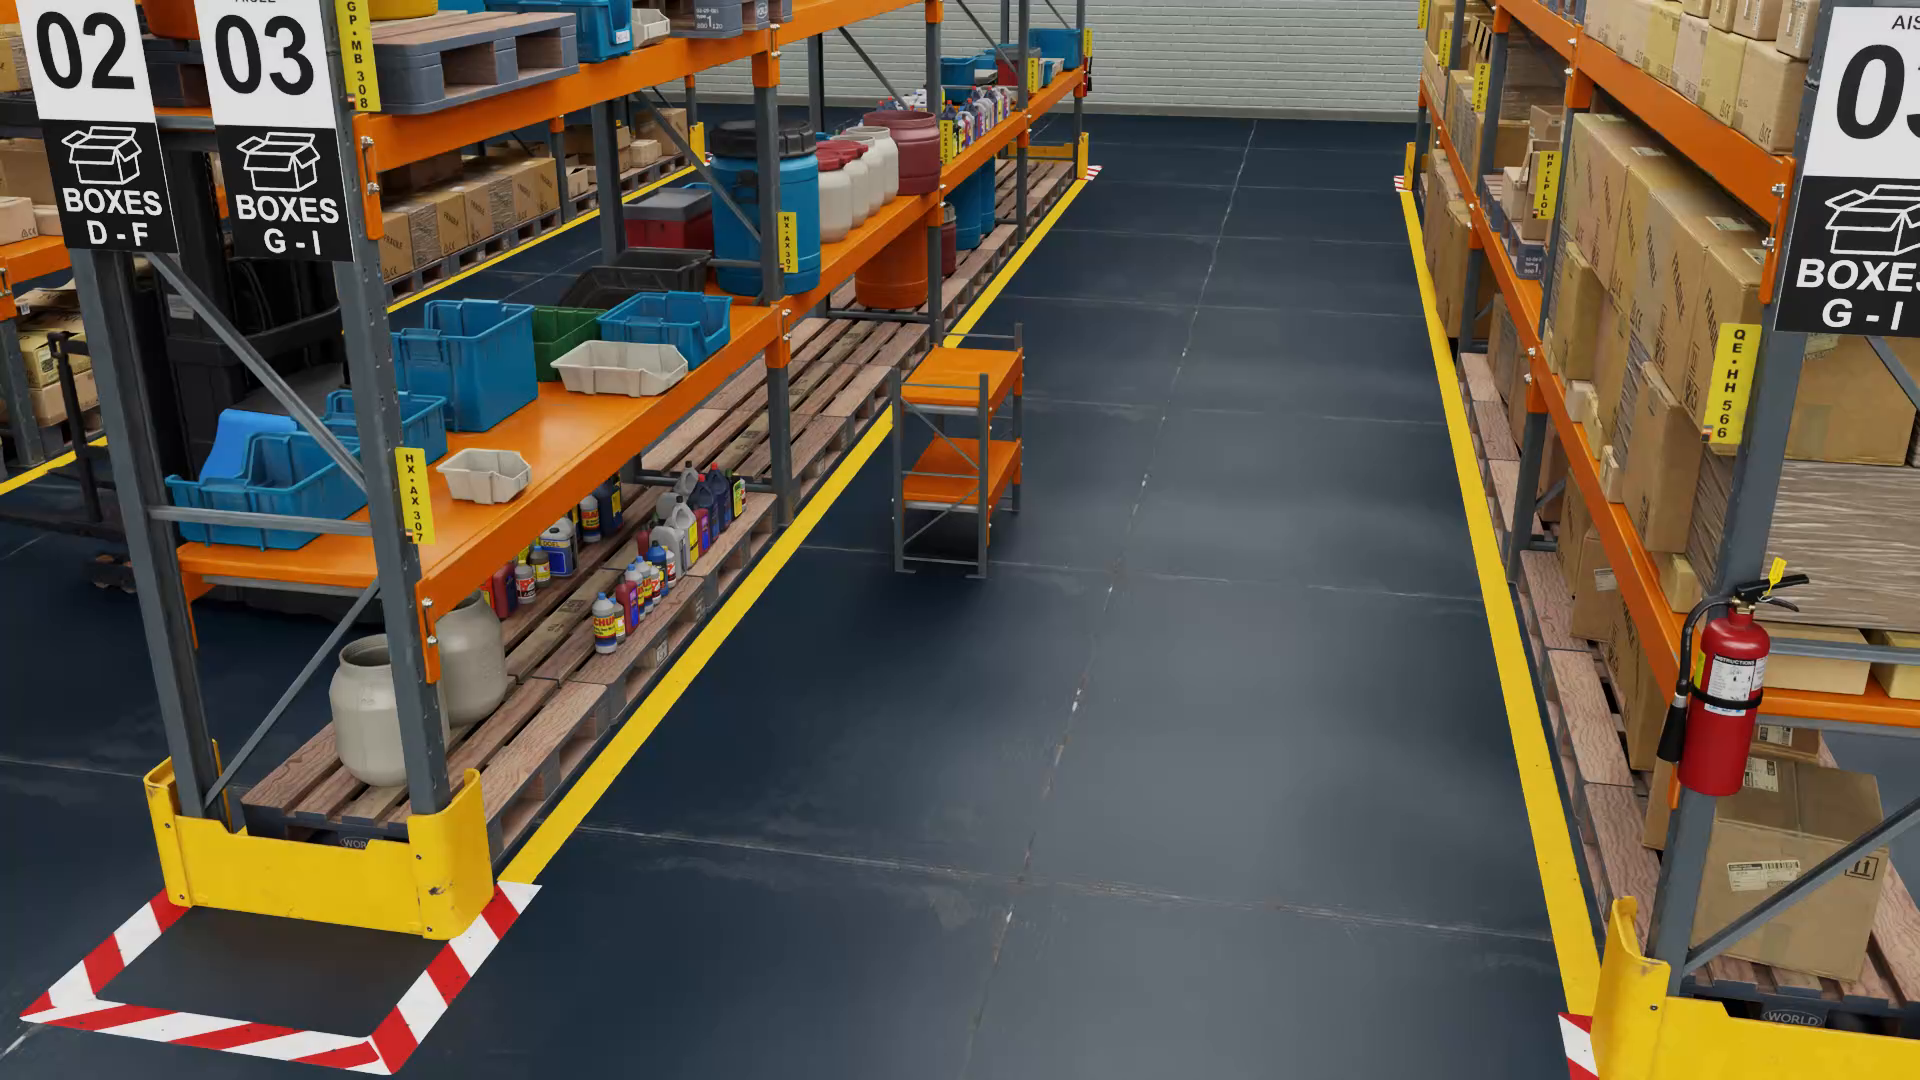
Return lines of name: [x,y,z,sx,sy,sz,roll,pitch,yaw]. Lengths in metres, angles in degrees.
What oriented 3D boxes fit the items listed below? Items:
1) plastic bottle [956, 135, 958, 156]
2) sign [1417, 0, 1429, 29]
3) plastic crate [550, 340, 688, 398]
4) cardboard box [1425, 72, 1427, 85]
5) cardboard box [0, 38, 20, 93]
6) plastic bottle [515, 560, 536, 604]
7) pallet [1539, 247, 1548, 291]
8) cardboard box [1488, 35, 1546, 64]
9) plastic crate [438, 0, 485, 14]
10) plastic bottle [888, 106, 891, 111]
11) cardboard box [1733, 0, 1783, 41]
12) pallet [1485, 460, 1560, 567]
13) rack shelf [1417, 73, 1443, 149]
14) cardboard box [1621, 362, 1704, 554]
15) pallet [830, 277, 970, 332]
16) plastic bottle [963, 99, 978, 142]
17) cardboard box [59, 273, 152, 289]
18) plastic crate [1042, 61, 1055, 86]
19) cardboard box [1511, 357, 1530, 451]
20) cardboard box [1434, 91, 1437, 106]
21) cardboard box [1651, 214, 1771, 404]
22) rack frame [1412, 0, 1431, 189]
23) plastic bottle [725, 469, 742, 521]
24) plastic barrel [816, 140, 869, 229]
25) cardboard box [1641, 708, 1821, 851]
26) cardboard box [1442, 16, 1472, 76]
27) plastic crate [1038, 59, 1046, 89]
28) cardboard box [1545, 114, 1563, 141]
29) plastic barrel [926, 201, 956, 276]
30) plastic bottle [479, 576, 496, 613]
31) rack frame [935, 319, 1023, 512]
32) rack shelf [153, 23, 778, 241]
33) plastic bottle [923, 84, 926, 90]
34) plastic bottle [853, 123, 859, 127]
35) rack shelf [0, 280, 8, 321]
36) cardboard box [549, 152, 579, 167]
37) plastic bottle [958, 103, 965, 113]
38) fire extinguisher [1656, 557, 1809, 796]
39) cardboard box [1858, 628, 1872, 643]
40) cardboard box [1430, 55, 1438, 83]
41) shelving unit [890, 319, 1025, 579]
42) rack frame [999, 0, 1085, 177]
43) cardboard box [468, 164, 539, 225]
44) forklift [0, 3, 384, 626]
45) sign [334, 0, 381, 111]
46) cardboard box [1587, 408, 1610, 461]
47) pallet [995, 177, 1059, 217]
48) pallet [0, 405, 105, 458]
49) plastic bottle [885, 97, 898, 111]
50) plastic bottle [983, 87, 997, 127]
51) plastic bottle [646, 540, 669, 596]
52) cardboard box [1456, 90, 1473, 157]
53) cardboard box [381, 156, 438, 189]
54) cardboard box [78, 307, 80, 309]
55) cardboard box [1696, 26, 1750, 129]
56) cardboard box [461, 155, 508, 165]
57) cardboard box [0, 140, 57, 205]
plastic bottle: [-0.068,-3.280,13.748,0.097,0.201,0.097,0,22,0]
sign: [5.294,-6.011,18.999,0.100,0.325,0.005,4,22,11]
plastic crate: [-1.545,-0.782,7.632,0.530,0.136,0.437,4,22,11]
cardboard box: [5.286,-5.024,18.149,0.380,0.149,0.250,4,22,10]
cardboard box: [-9.677,-4.650,16.326,0.500,0.500,0.500,5,22,12]
plastic bottle: [-2.100,0.196,8.007,0.097,0.201,0.097,0,22,0]
pallet: [3.686,-1.319,8.870,1.003,0.211,1.213,4,22,11]
cardboard box: [4.504,-3.618,12.846,0.797,0.503,0.637,5,22,12]
plastic crate: [-2.183,-2.159,6.704,0.392,0.384,0.575,4,22,11]
plastic bottle: [-0.623,-3.636,14.523,0.061,0.283,0.133,4,22,11]
cardboard box: [2.439,-1.503,4.723,0.380,0.149,0.250,3,22,9]
pallet: [3.545,-0.131,9.396,1.003,0.211,1.213,4,22,11]
rack shelf: [5.428,-4.463,17.383,1.077,0.370,4.000,4,22,11]
cardboard box: [2.695,-0.252,5.432,0.875,0.500,0.500,4,22,11]
pallet: [-0.525,-1.978,13.982,1.003,0.211,1.213,4,22,11]
plastic bottle: [0.079,-3.656,14.482,0.144,0.351,0.185,4,22,11]
cardboard box: [-6.197,-1.802,12.181,0.500,0.311,0.500,4,22,10]
plastic crate: [0.819,-5.085,18.109,0.416,0.233,0.300,4,22,11]
cardboard box: [3.763,-0.785,10.044,0.700,0.500,0.500,3,22,6]
cardboard box: [4.919,-4.367,16.519,0.380,0.149,0.250,5,22,12]
cardboard box: [2.538,-0.728,5.276,0.500,0.500,0.500,4,22,11]
rack frame: [5.836,-5.528,19.065,1.000,3.000,0.127,4,22,11]
plastic bottle: [-1.237,-0.260,9.031,0.061,0.283,0.133,6,23,14]
plastic barrel: [-0.813,-2.340,10.966,0.433,0.535,0.433,0,22,0]
cardboard box: [2.803,0.840,6.037,0.500,0.500,0.500,11,24,25]
cardboard box: [4.852,-4.670,15.733,0.500,0.500,0.500,5,22,12]
plastic crate: [0.663,-4.960,17.733,0.437,0.282,0.530,4,22,11]
cardboard box: [4.117,-2.431,10.679,0.700,0.500,0.500,8,23,19]
plastic barrel: [-0.332,-2.649,14.583,0.600,0.588,0.708,4,22,11]
plastic bottle: [-2.254,0.210,7.874,0.152,0.276,0.135,5,22,11]
rack frame: [0.105,-0.710,9.611,0.500,1.125,0.032,4,22,11]
rack shelf: [-1.869,-1.843,6.863,1.077,0.370,4.000,4,22,11]
plastic bottle: [-0.349,-4.238,16.018,0.061,0.283,0.133,4,22,11]
plastic bottle: [-0.852,-3.297,13.697,0.097,0.271,0.097,0,22,0]
rack shelf: [-6.718,-0.831,8.365,1.077,0.370,4.000,4,22,11]
cardboard box: [-4.686,-4.283,18.983,0.500,0.311,0.500,4,22,11]
plastic bottle: [0.029,-3.765,14.859,0.097,0.271,0.097,0,22,0]
fire extinguisher: [2.097,0.366,4.533,0.296,0.674,0.183,4,22,11]
cardboard box: [2.933,0.264,5.020,0.380,0.149,0.250,4,22,11]
cardboard box: [5.167,-4.876,17.249,0.500,0.250,0.500,4,22,10]
shelving unit: [0.001,-0.524,9.150,0.538,1.125,1.048,4,22,11]
rack frame: [0.987,-5.906,20.002,1.000,3.000,0.127,4,22,11]
cardboard box: [-4.607,-3.484,16.746,0.500,0.500,0.500,5,22,11]
forklift: [-4.056,-1.258,8.555,3.031,2.935,1.130,8,23,20]
sign: [-1.740,-1.406,4.803,0.100,0.325,0.005,4,22,11]
cardboard box: [2.756,-0.418,6.712,0.380,0.149,0.250,4,22,11]
pallet: [0.530,-3.869,18.677,1.003,0.211,1.213,4,22,11]
pallet: [-6.198,-0.875,11.244,1.003,0.211,1.213,4,22,11]
plastic bottle: [-0.609,-3.727,14.659,0.144,0.351,0.185,4,22,11]
plastic bottle: [0.266,-3.991,15.315,0.144,0.351,0.185,4,22,11]
plastic bottle: [-1.471,0.132,8.074,0.097,0.271,0.097,0,22,0]
cardboard box: [4.377,-3.406,13.662,0.500,0.500,0.500,5,22,12]
cardboard box: [-5.320,-3.507,15.799,0.500,0.250,0.500,4,22,10]
cardboard box: [-5.770,-1.580,11.629,0.500,0.311,0.500,4,22,9]
cardboard box: [2.520,-1.377,4.943,0.500,0.250,0.500,5,22,11]
cardboard box: [-5.015,-3.708,17.303,0.500,0.500,0.500,3,22,8]
cardboard box: [-6.030,-2.415,11.200,0.500,0.500,0.500,6,23,15]
